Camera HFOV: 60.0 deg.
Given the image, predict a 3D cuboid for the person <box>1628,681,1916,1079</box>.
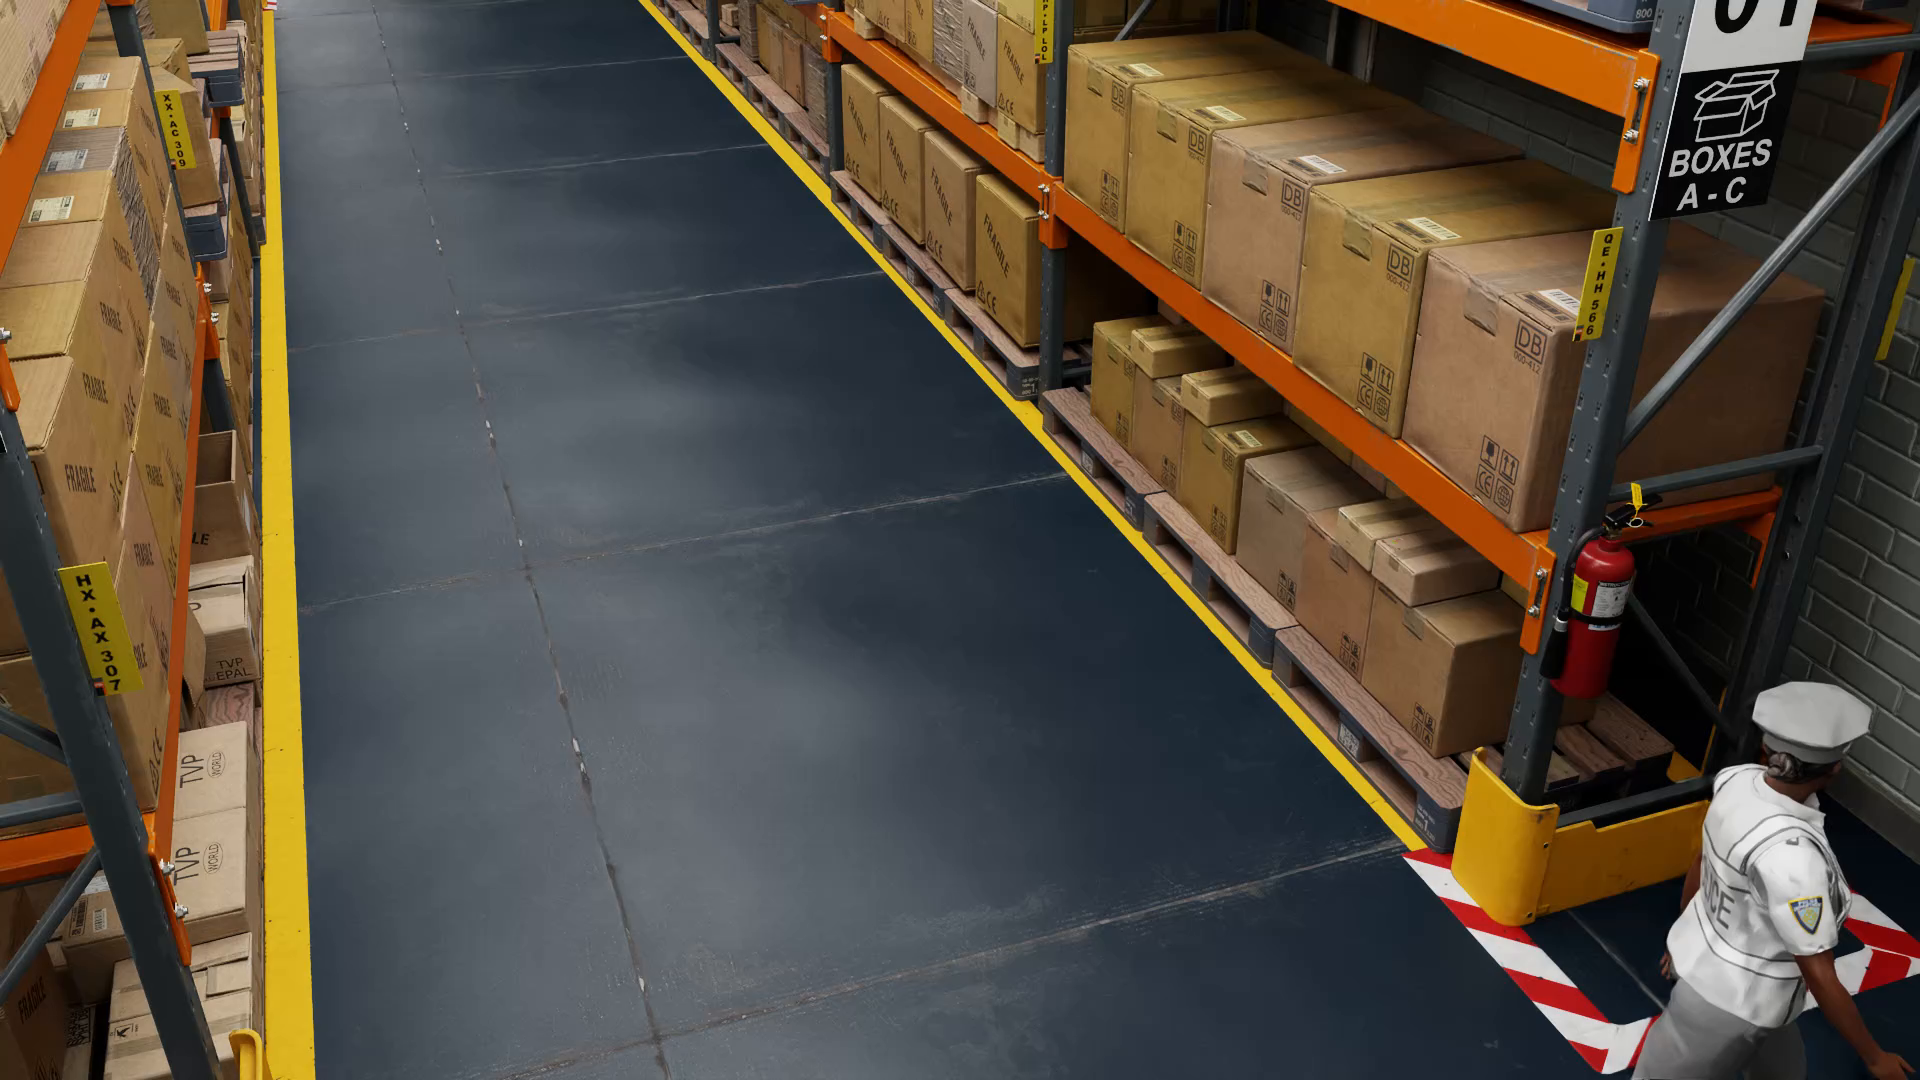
[{"bbox_3d":[2.026,1.141,4.155,0.957,1.618,0.570,7,31,12],"label":"person"}]
